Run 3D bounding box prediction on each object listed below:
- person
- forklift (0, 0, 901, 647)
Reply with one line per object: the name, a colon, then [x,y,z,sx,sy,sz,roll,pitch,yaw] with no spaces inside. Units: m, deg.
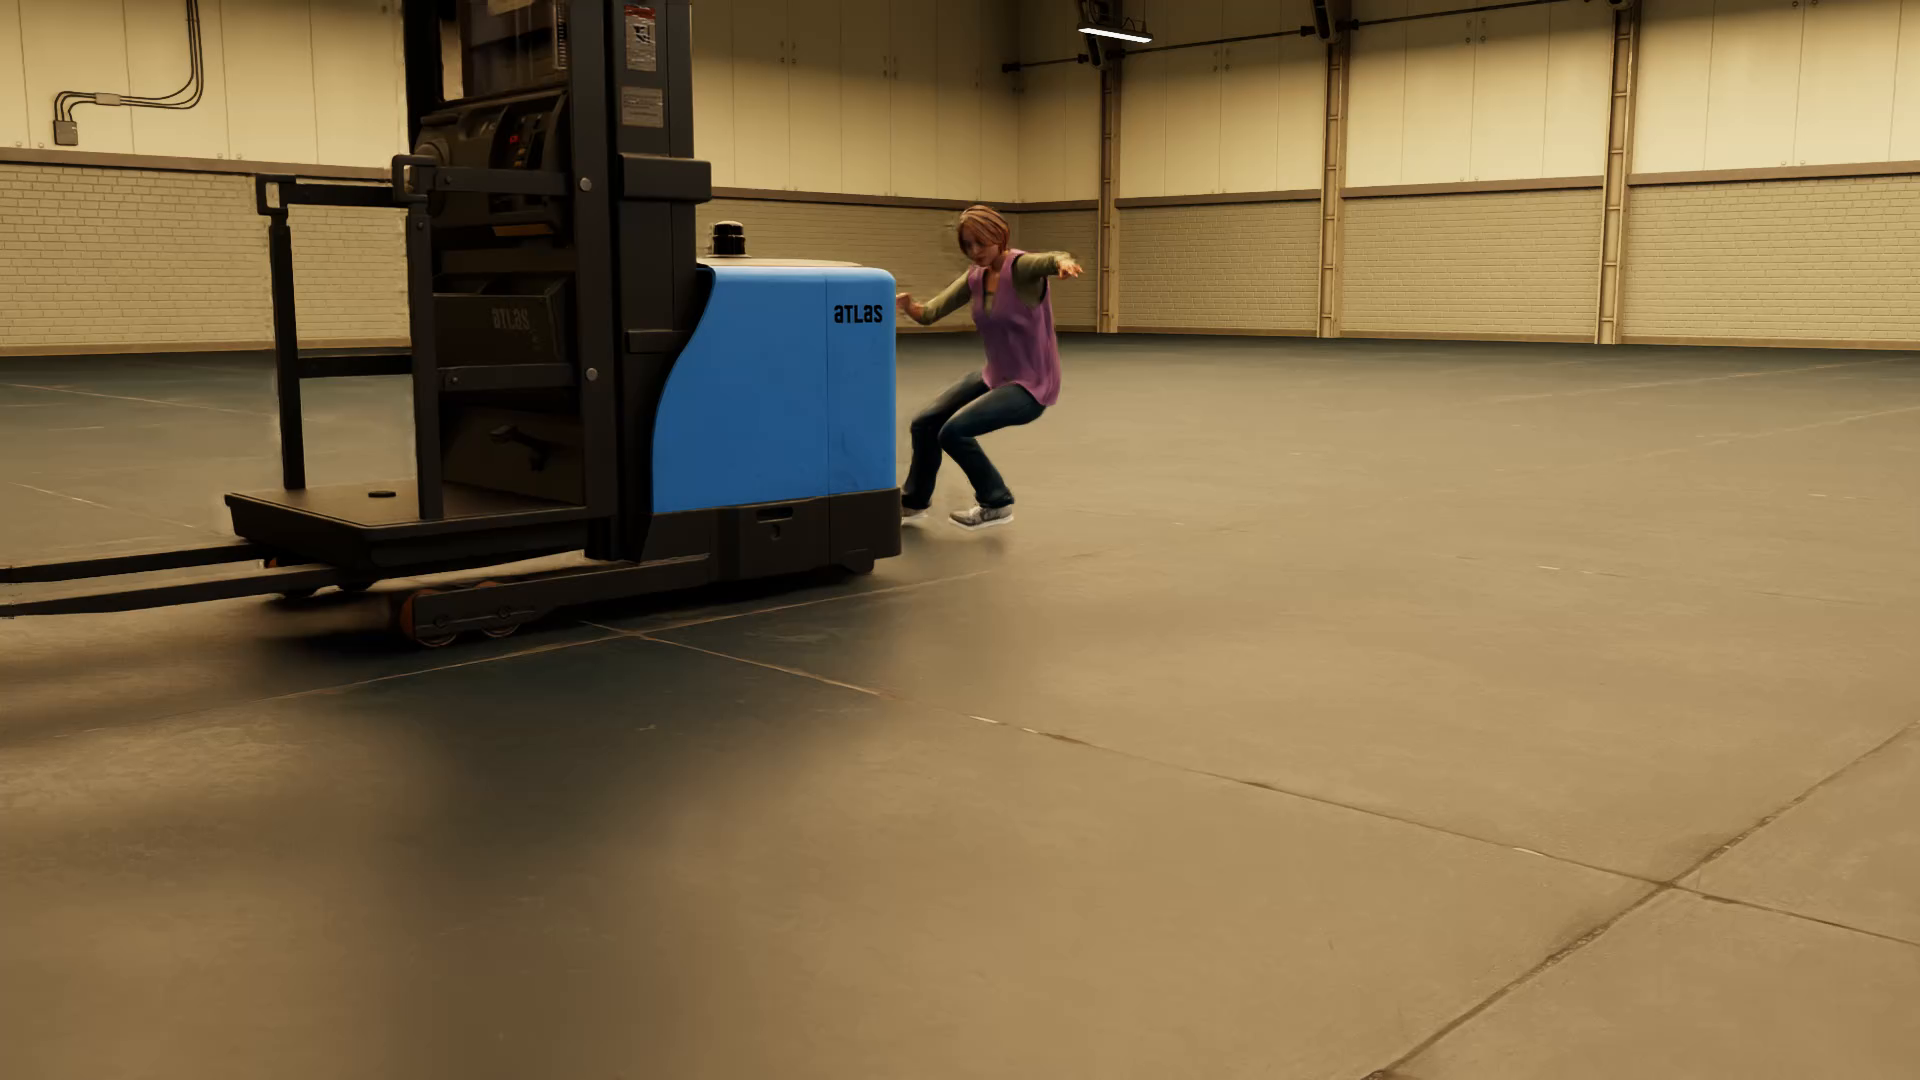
person: [0.080,-0.633,6.532,0.733,1.321,1.413,-6,11,-36]
forklift: [-1.632,-1.233,5.059,3.031,2.935,1.130,-8,12,-42]
